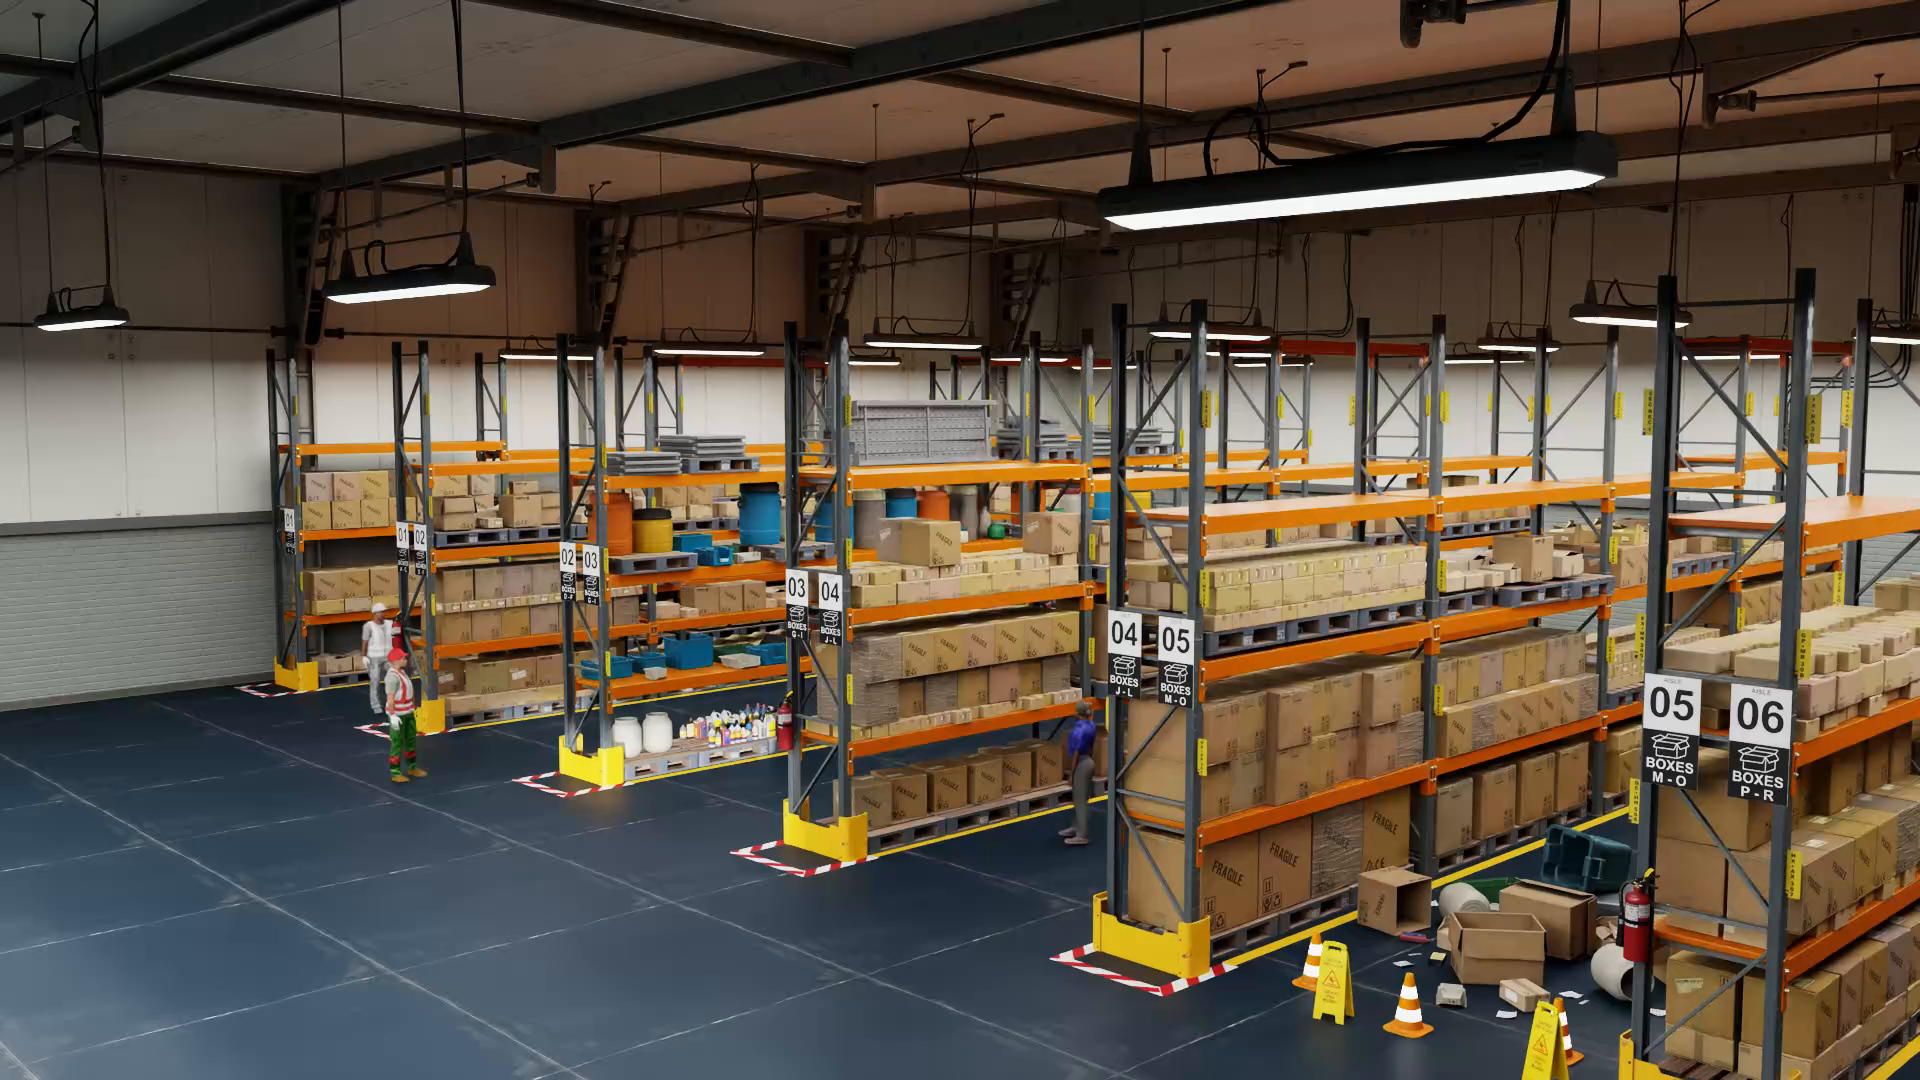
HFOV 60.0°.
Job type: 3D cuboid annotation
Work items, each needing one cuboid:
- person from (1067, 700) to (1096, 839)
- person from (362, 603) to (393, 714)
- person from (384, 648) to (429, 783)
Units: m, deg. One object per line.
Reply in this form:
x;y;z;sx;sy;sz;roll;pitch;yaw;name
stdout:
1.402;2.633;19.260;0.313;1.577;0.518;1;5;13;person
-9.481;1.922;27.237;0.633;1.791;0.498;-4;6;-37;person
-7.502;2.348;22.375;0.415;1.808;0.660;1;5;12;person
